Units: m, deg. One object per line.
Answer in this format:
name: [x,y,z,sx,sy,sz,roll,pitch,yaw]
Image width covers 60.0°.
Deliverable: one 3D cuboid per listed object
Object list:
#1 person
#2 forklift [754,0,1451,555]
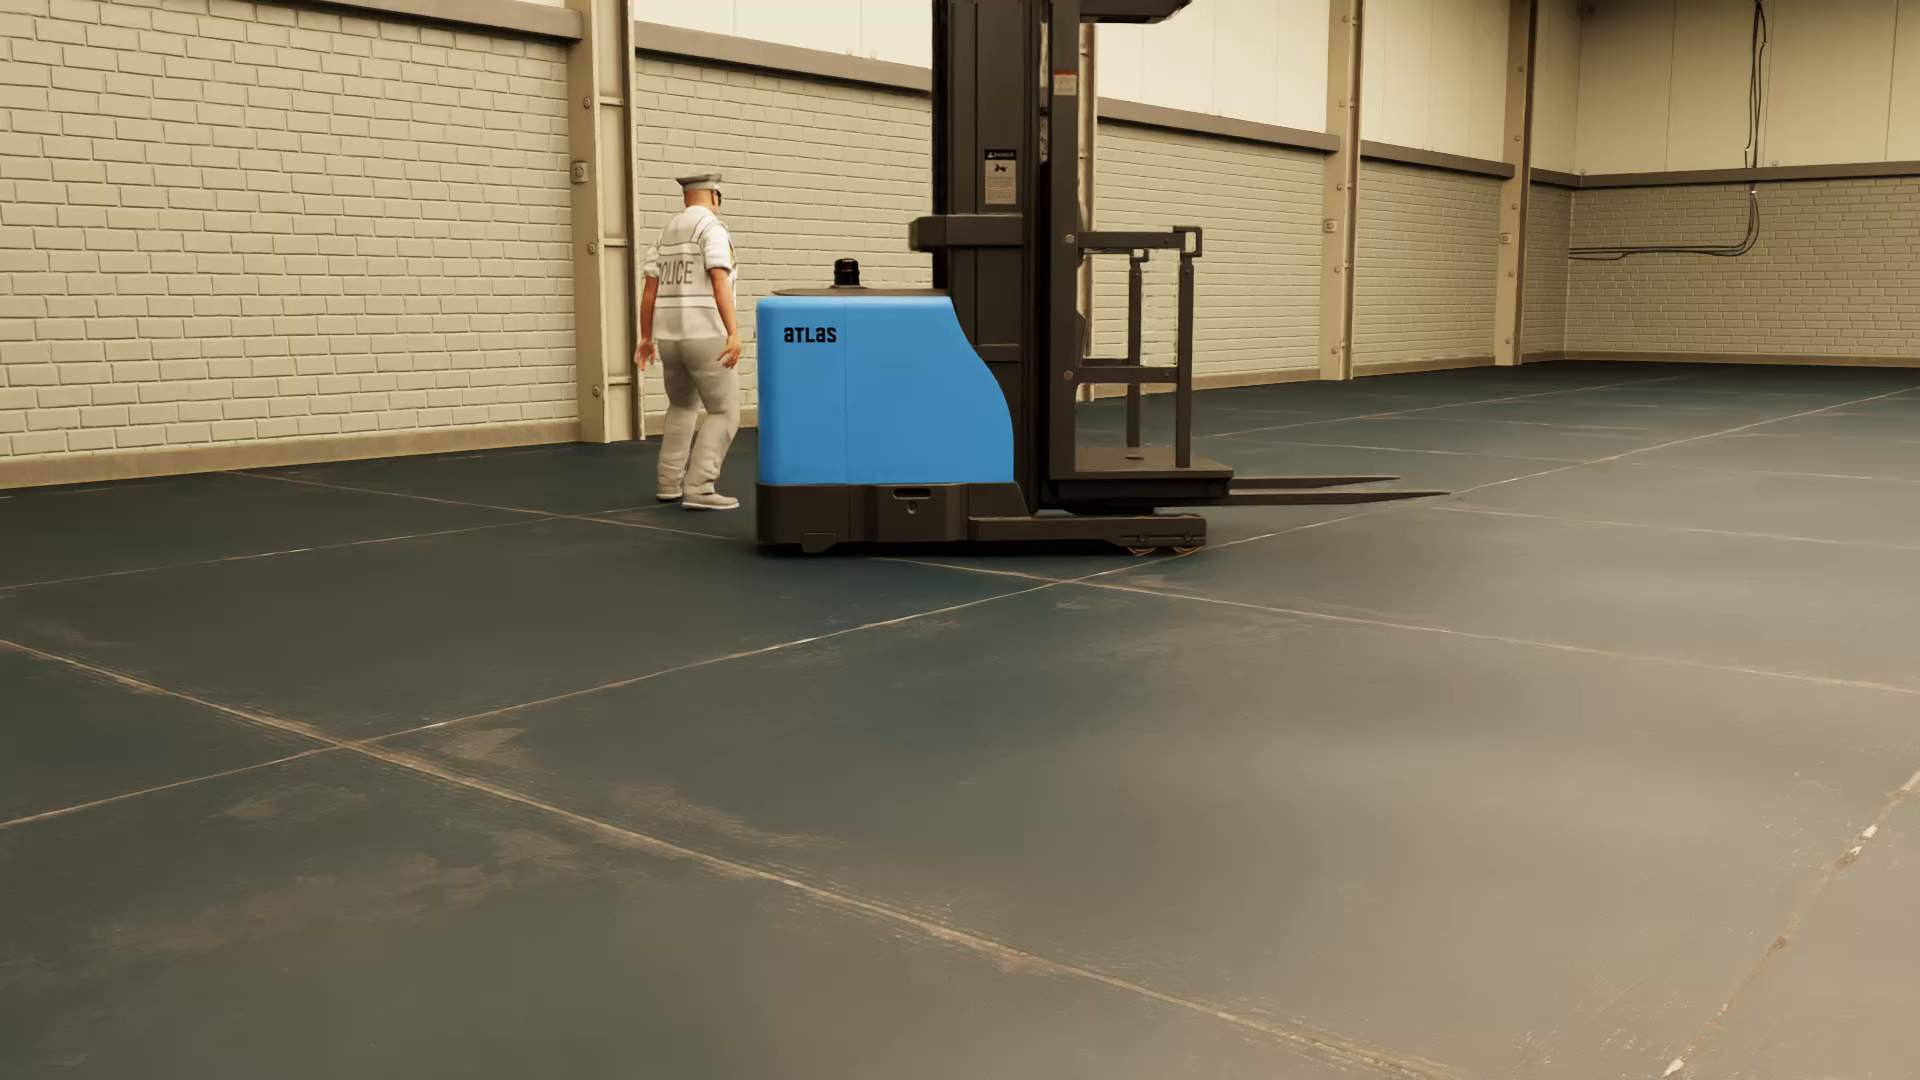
person: [-1.362,-1.024,8.534,0.874,1.719,0.426,7,11,41]
forklift: [0.617,-1.463,7.279,3.031,2.935,1.130,-1,8,-6]
